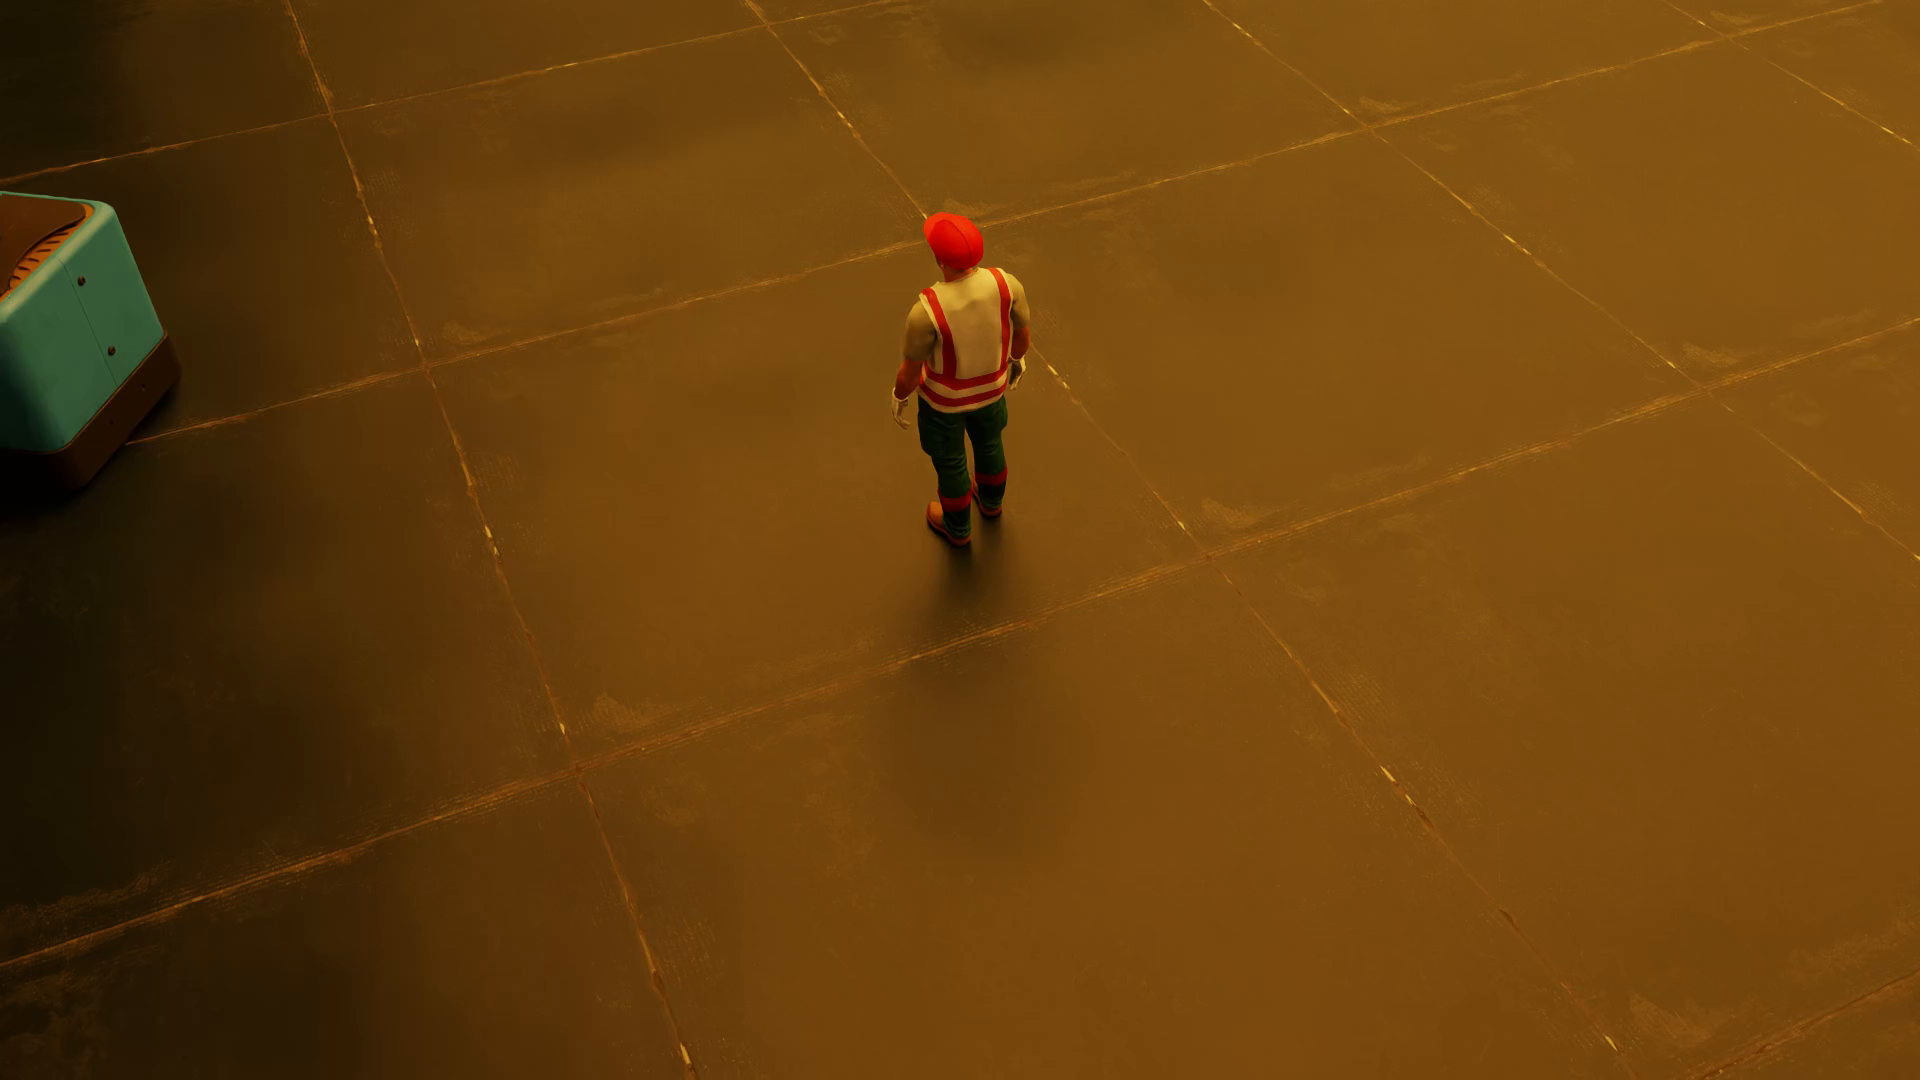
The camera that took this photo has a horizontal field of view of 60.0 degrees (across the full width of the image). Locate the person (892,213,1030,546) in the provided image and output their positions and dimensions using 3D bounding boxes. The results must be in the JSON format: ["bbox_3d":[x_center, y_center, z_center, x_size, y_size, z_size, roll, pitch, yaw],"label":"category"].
[{"bbox_3d":[-0.022,-0.713,7.270,0.637,1.787,0.564,-18,46,-18],"label":"person"}]

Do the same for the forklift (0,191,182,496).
[{"bbox_3d":[-5.618,-1.768,7.575,3.031,2.935,1.130,7,43,7],"label":"forklift"}]
